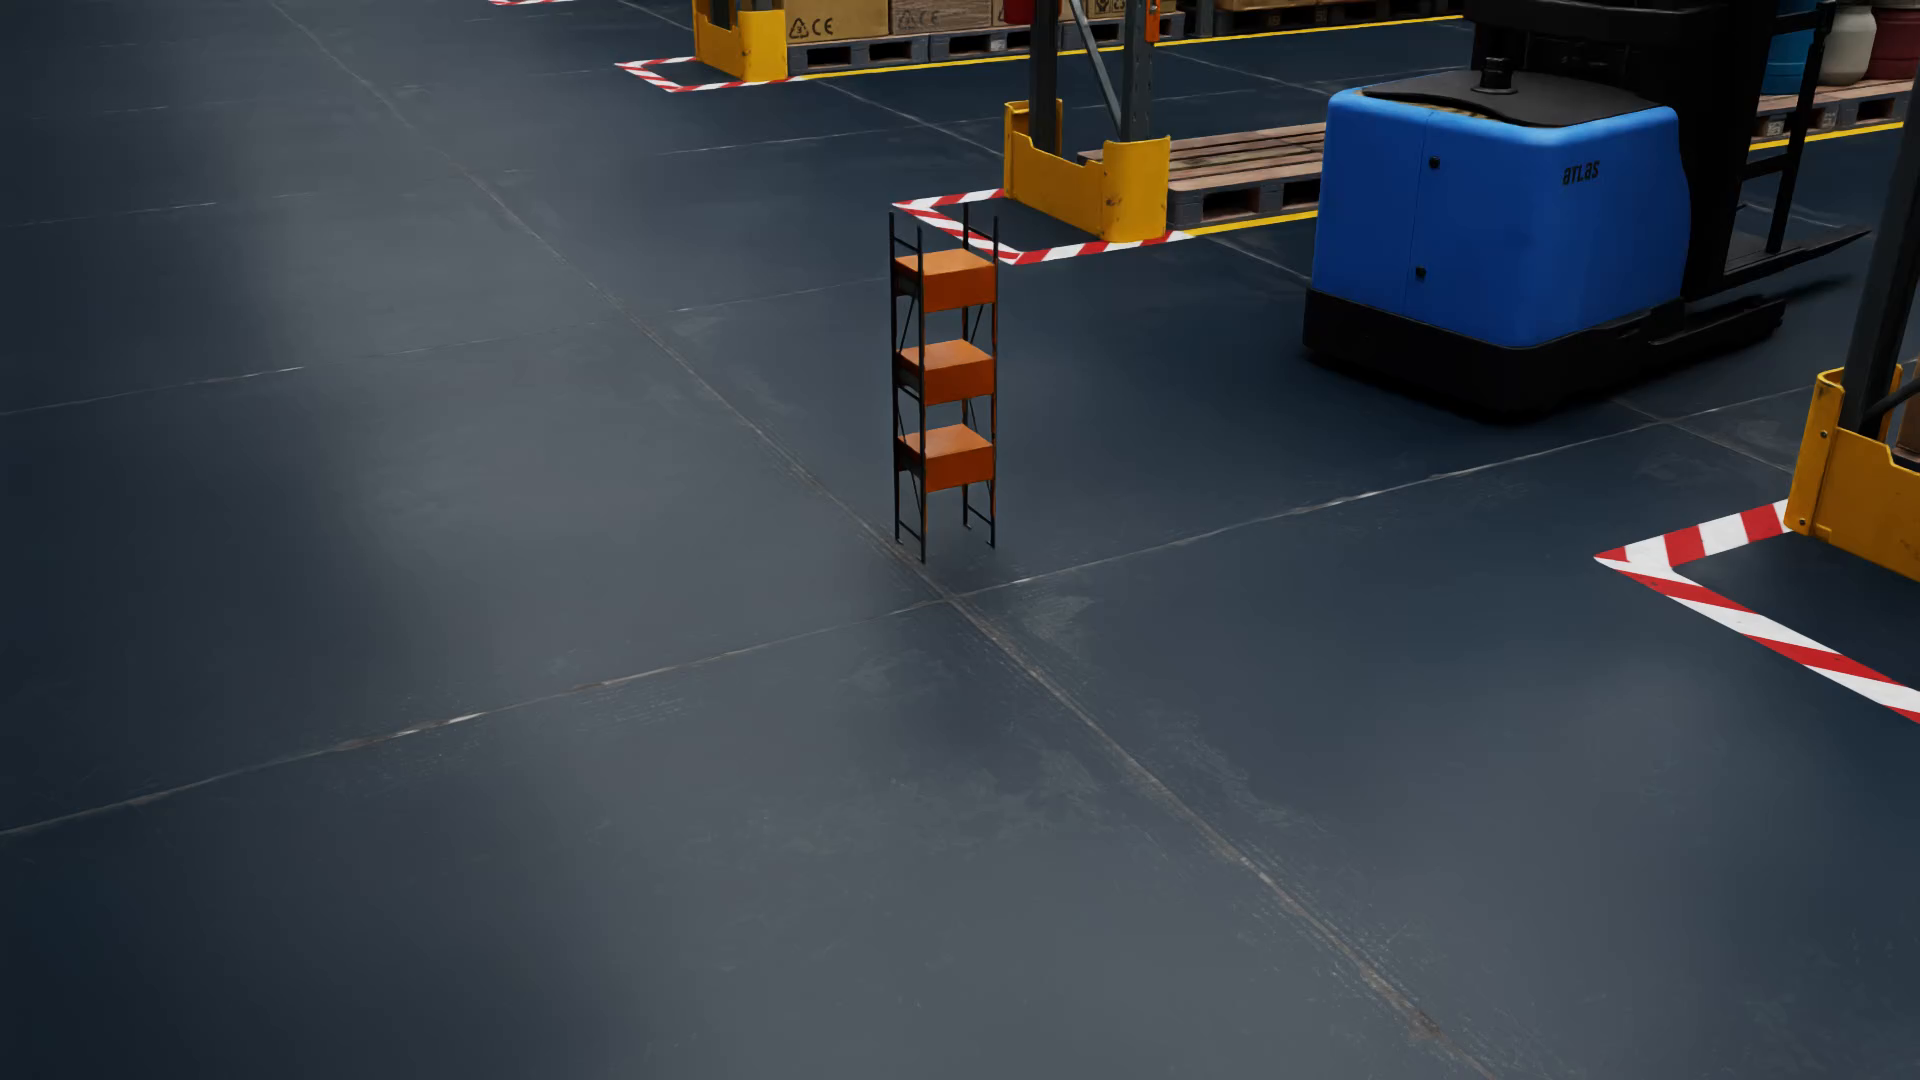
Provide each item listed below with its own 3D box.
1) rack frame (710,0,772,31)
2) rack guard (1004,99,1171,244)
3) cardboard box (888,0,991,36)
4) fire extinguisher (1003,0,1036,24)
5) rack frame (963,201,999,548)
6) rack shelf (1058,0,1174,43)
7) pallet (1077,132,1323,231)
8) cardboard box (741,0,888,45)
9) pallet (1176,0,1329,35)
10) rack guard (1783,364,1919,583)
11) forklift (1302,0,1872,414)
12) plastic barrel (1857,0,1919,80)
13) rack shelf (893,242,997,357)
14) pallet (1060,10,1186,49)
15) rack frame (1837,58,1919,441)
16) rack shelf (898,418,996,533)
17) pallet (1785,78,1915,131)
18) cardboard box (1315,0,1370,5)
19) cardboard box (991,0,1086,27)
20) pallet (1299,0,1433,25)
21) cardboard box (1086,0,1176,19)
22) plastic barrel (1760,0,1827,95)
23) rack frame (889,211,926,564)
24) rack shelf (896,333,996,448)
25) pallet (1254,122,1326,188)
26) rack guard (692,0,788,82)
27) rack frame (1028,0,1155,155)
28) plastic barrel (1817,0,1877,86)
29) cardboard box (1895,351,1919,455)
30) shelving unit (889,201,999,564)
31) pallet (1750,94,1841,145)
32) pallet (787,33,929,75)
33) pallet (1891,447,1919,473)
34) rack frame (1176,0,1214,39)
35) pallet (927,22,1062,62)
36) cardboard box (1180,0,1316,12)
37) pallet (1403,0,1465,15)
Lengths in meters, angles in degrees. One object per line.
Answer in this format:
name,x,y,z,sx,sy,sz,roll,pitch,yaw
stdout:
rack frame,-1.670,-4.991,12.179,0.127,3.000,1.000,-13,29,-25
rack guard,0.646,-1.962,8.759,0.348,0.500,1.175,-13,29,-25
cardboard box,-0.340,-4.568,13.269,0.875,0.875,0.875,-13,29,-25
fire extinguisher,0.314,-3.039,8.634,0.183,0.674,0.296,-13,29,-25
rack frame,0.060,-0.487,5.052,0.008,1.050,0.200,-13,29,-25
rack shelf,2.426,-3.182,9.243,4.000,0.370,1.077,-13,29,-25
pallet,1.407,-1.995,9.161,1.213,0.211,1.003,-13,29,-25
cardboard box,-1.143,-4.383,12.883,0.875,0.875,0.875,-13,29,-25
pallet,2.505,-4.734,14.866,1.213,0.211,1.003,-13,29,-25
rack guard,3.056,-0.095,4.871,0.348,0.500,1.175,-13,29,-25
forklift,2.862,-2.288,6.629,3.031,2.935,1.130,-19,31,-34
plastic barrel,6.300,-3.494,11.363,0.708,0.588,0.600,-13,29,-25
rack shelf,-0.047,-0.709,4.882,0.240,0.259,0.215,-13,29,-25
pallet,1.152,-4.423,14.219,1.213,0.211,1.003,-13,29,-25
rack frame,2.989,-1.207,4.297,0.127,3.000,1.000,-13,29,-25
rack shelf,-0.047,-0.202,5.125,0.240,0.259,0.215,-13,29,-25
pallet,5.969,-3.048,11.355,1.213,0.211,1.003,-13,29,-25
cardboard box,3.203,-5.357,14.912,0.875,0.875,1.225,-14,29,-27
cardboard box,0.446,-4.750,13.646,0.875,0.875,0.875,-13,29,-25
pallet,3.583,-4.984,15.387,1.213,0.211,1.003,-13,29,-25
cardboard box,1.240,-4.933,14.028,0.875,0.875,0.875,-13,29,-25
plastic barrel,5.303,-3.406,10.817,0.708,0.901,0.600,-13,29,-25
rack frame,-0.155,-0.438,4.948,0.008,1.050,0.200,-13,29,-25
rack shelf,-0.047,-0.453,5.005,0.240,0.259,0.215,-13,29,-25
pallet,2.482,-2.242,9.675,1.213,0.211,1.003,-13,29,-25
rack guard,-1.691,-3.859,12.710,0.348,0.500,1.175,-13,29,-25
rack frame,0.661,-3.099,8.239,0.127,3.000,1.000,-13,29,-25
plastic barrel,5.844,-3.311,11.069,0.421,0.512,0.421,0,26,0
cardboard box,3.352,-0.483,5.170,0.500,0.500,0.500,-13,29,-25
shelving unit,-0.047,-0.462,5.000,0.252,1.050,0.215,-13,29,-25
pallet,4.891,-2.798,10.833,1.213,0.211,1.003,-13,29,-25
pallet,-1.001,-3.926,13.184,1.213,0.211,1.003,-13,29,-25
pallet,3.759,-0.128,5.272,1.213,0.211,1.003,-13,29,-25
rack frame,1.860,-5.805,13.876,0.127,3.000,1.000,-13,29,-25
pallet,0.074,-4.173,13.698,1.213,0.211,1.003,-13,29,-25
cardboard box,2.415,-5.175,14.532,0.875,0.875,1.225,-13,29,-25
pallet,4.658,-5.231,15.901,1.213,0.211,1.003,-13,29,-25
